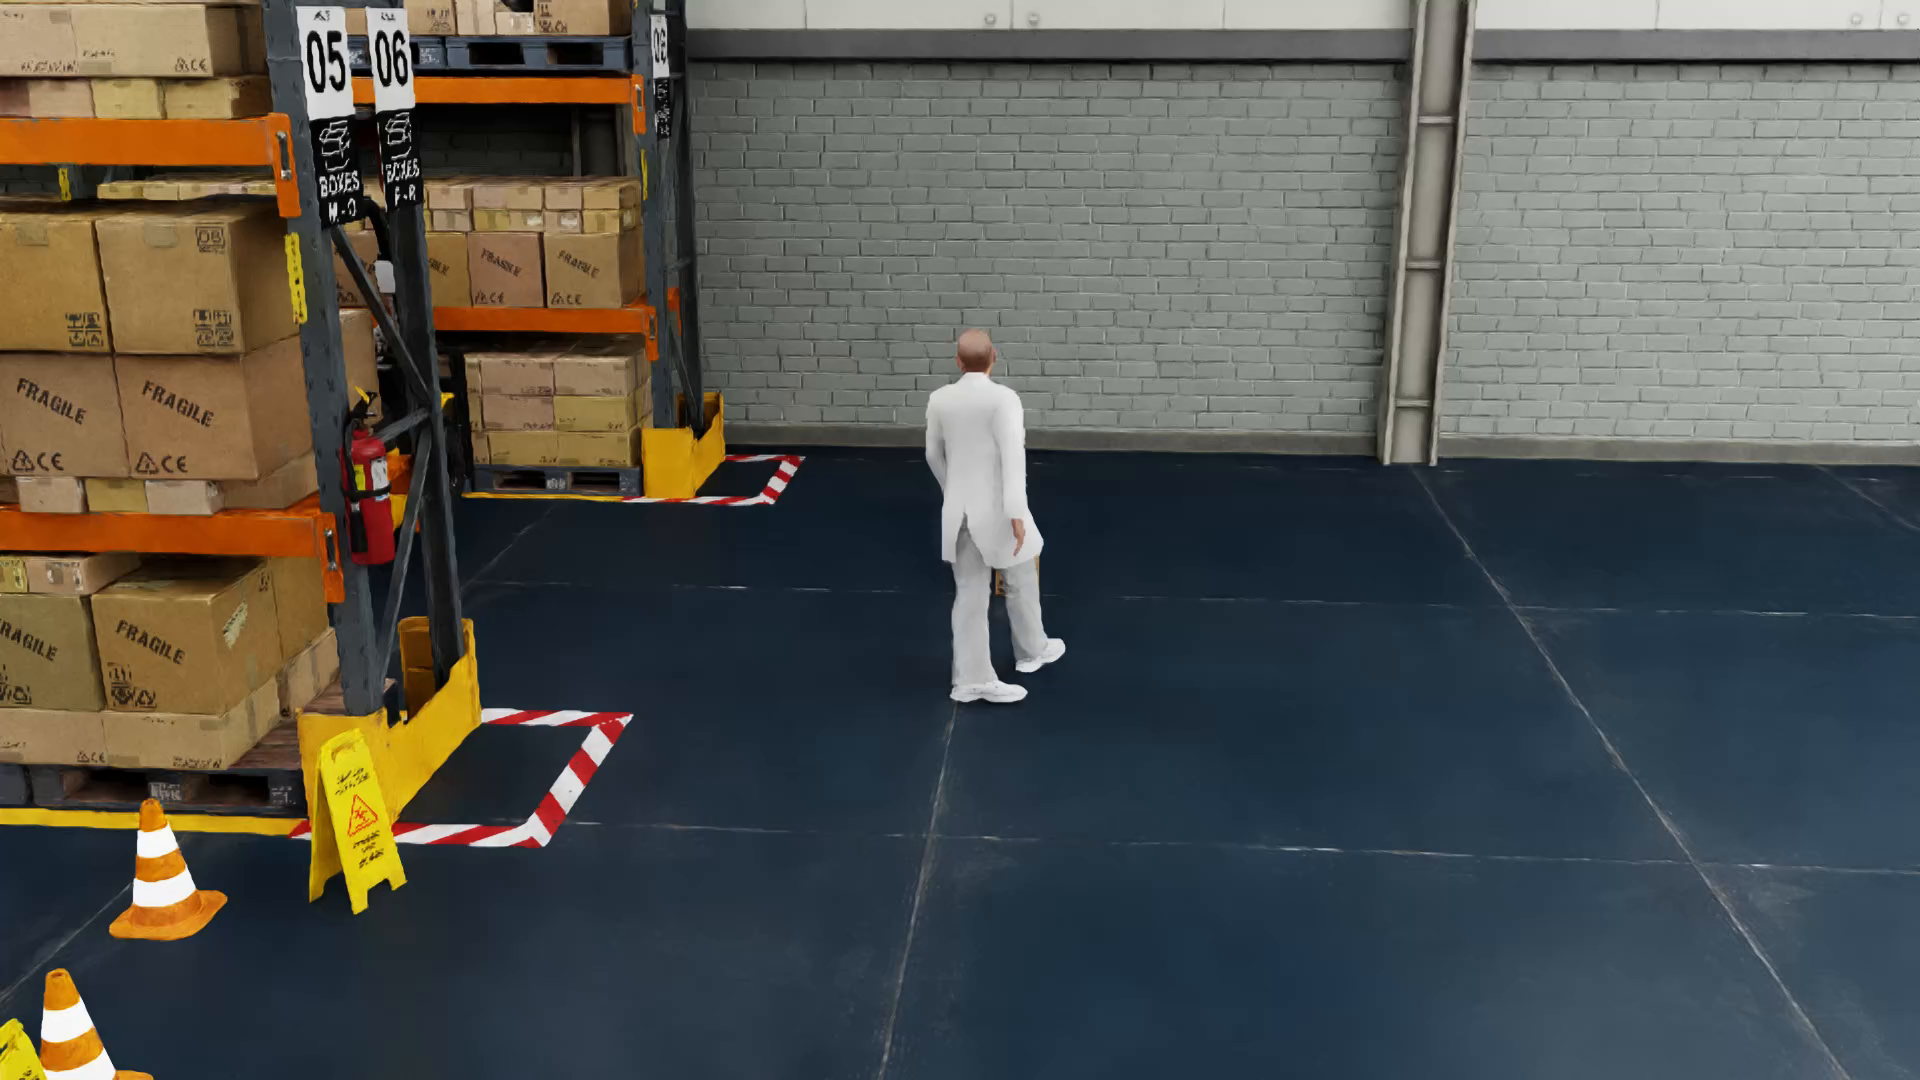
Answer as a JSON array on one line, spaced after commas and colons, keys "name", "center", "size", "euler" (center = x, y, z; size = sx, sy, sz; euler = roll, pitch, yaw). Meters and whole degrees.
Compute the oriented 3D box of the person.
[{"name": "person", "center": [0.179, -0.151, 8.059], "size": [0.653, 1.757, 0.841], "euler": [12, 21, 34]}]
